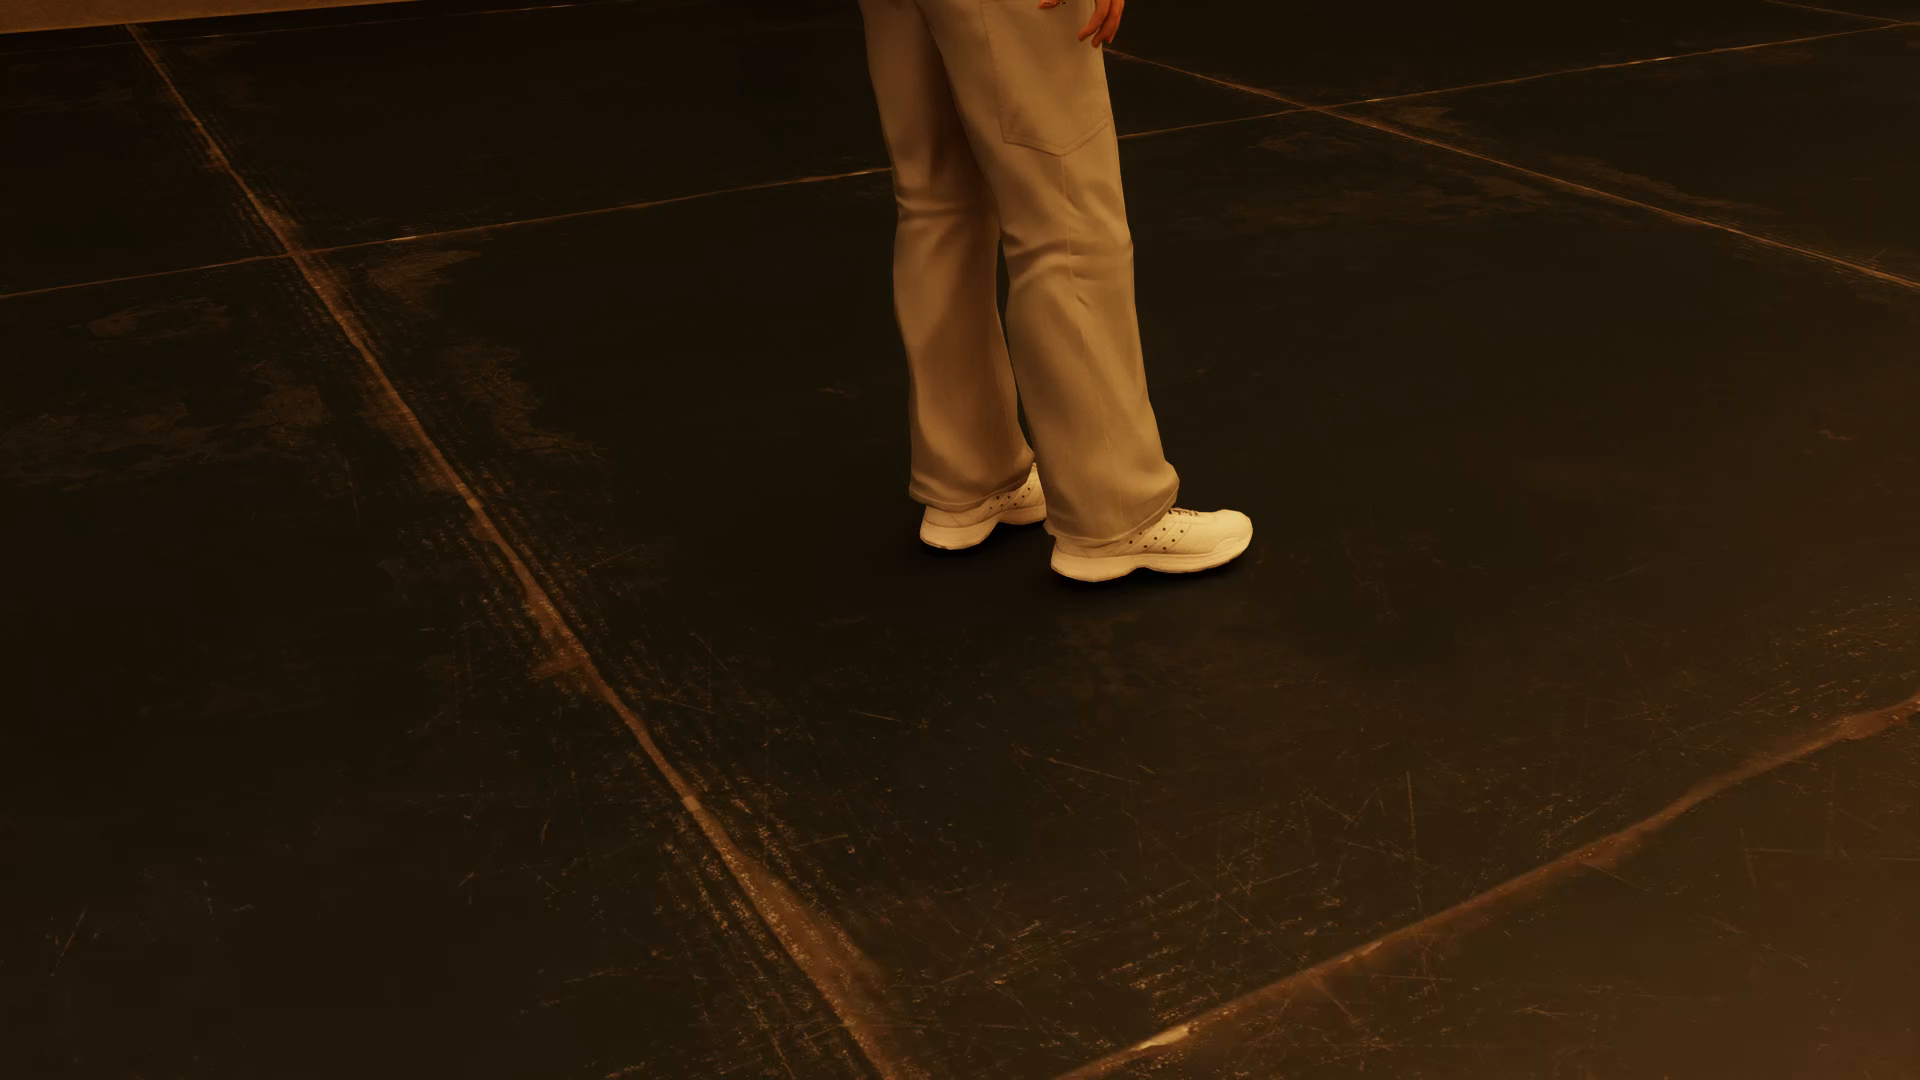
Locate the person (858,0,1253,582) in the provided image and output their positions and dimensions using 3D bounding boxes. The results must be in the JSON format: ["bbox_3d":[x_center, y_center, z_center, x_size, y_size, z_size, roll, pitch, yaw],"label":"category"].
[{"bbox_3d":[0.070,-0.760,2.143,0.549,1.664,0.550,-15,30,-26],"label":"person"}]
